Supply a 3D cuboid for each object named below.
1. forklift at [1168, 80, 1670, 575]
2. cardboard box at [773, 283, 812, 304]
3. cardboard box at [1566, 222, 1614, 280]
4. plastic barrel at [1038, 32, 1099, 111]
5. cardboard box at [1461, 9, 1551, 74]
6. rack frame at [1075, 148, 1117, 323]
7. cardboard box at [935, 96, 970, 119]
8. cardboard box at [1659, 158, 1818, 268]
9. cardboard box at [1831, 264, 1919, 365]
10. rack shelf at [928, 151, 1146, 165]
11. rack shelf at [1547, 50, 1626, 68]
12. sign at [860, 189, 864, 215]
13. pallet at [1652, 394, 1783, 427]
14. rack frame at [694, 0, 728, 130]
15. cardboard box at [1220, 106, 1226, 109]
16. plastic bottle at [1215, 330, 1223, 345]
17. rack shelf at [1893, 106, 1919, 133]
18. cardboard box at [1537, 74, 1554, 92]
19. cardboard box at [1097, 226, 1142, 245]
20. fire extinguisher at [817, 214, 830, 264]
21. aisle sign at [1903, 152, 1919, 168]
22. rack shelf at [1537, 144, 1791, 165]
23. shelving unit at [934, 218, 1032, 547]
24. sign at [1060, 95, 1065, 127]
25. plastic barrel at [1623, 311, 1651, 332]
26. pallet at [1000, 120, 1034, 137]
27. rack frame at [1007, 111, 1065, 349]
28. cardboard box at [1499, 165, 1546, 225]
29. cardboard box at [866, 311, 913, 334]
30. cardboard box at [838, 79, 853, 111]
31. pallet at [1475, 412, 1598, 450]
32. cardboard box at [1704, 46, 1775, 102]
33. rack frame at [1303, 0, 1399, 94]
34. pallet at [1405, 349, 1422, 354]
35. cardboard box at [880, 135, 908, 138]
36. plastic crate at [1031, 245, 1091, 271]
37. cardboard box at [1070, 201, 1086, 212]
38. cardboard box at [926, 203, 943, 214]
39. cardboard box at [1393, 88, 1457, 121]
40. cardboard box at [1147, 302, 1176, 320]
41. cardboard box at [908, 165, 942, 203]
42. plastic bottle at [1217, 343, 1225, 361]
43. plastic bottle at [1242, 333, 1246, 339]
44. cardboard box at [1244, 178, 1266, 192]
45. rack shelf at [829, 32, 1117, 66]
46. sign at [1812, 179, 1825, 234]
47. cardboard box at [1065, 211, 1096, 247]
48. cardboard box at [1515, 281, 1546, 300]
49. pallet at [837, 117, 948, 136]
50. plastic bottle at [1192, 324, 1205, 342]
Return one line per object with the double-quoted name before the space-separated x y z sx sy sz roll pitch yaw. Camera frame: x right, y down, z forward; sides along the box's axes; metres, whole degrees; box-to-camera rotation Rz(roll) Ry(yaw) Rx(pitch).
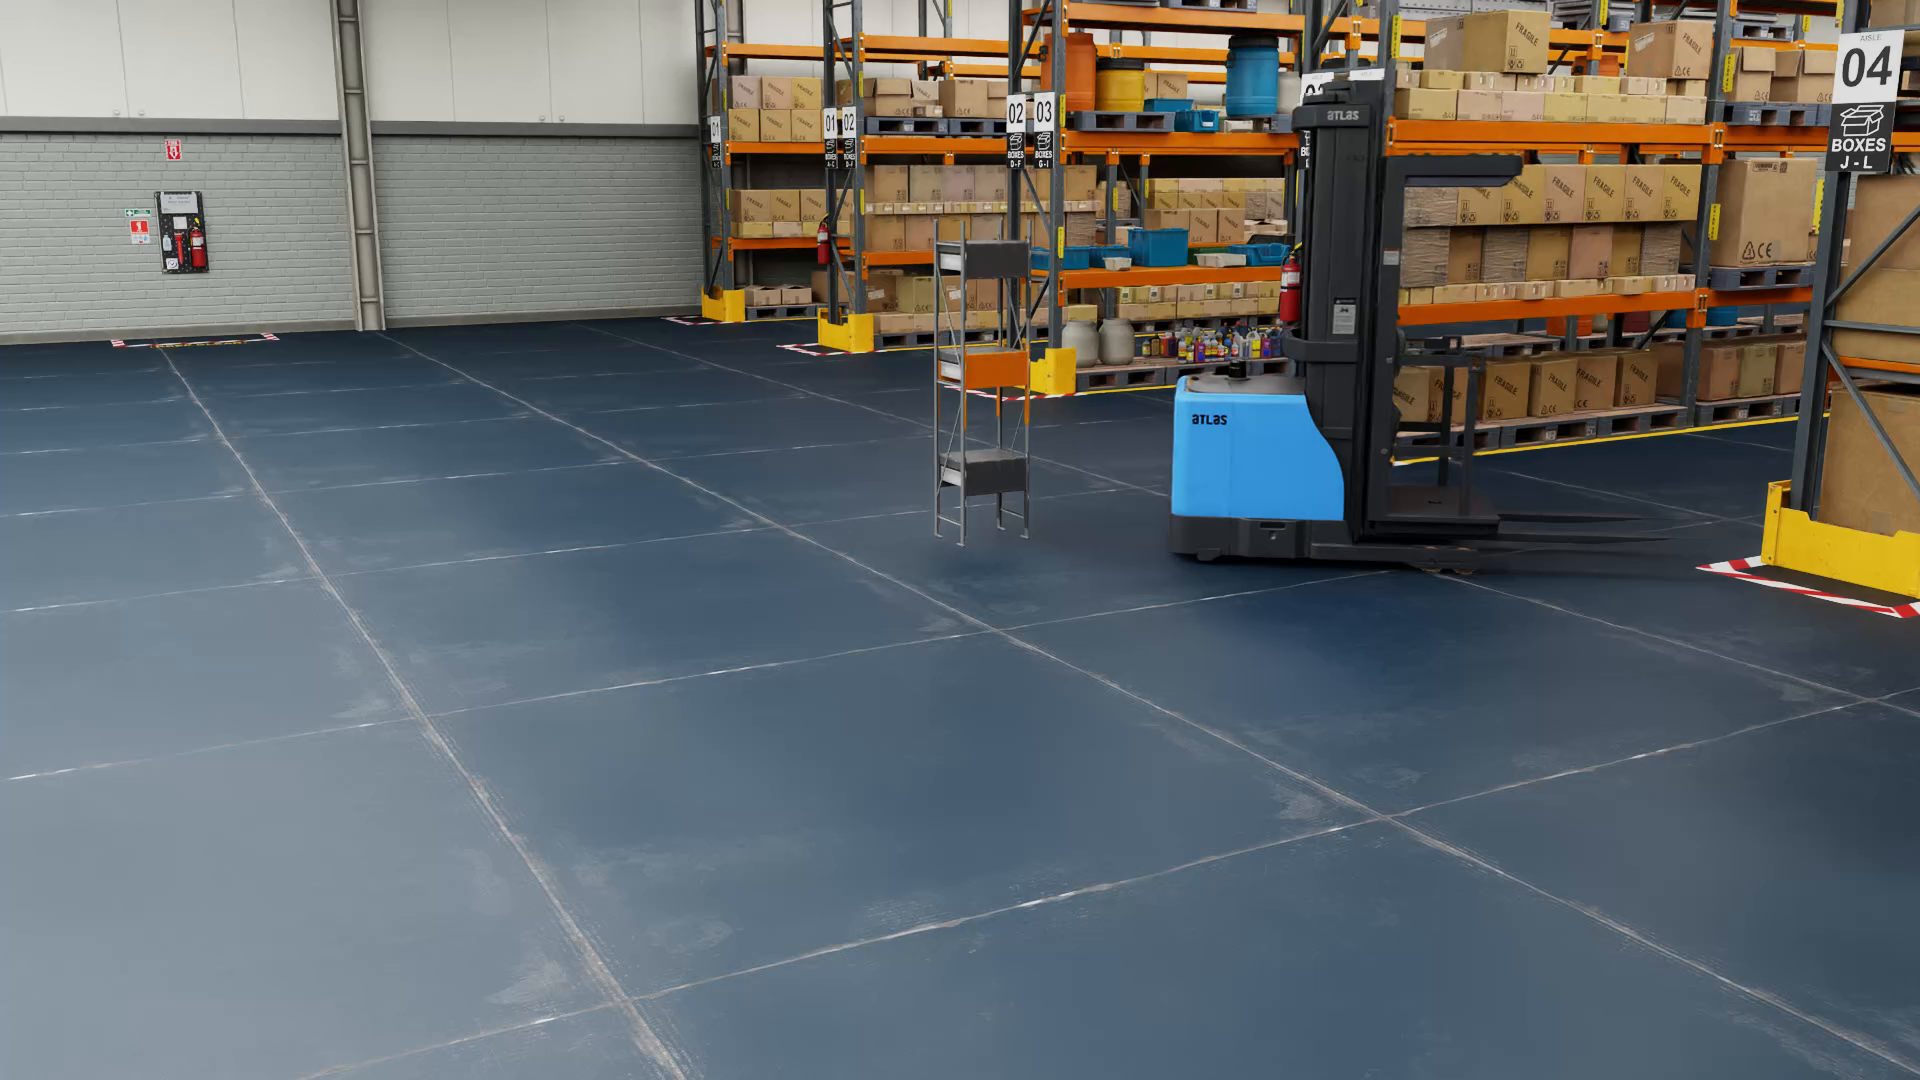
"forklift" 2.878 -1.342 10.399 3.031 2.935 1.130 2 13 8
"cardboard box" -2.777 -4.084 27.547 0.500 0.311 0.500 -6 14 -23
"cardboard box" 5.432 -2.664 15.208 0.500 0.500 0.875 -7 14 -28
"plastic barrel" 1.185 -5.110 18.218 0.708 0.830 0.600 -7 14 -28
"cardboard box" 4.625 -4.208 14.098 0.500 0.500 0.500 -7 14 -28
"rack frame" 1.960 -4.533 24.417 0.127 3.000 1.000 -7 14 -28
"cardboard box" -0.178 -6.035 23.191 0.500 0.311 0.500 -5 14 -21
"cardboard box" 7.468 -3.177 16.072 1.000 1.000 1.000 -7 14 -27
"cardboard box" 5.784 -1.357 9.964 0.550 0.550 0.875 -7 14 -28
"rack shelf" 1.339 -6.810 29.342 4.000 0.370 1.077 -7 14 -28
"rack shelf" 10.737 -8.159 28.513 4.000 0.370 1.077 -7 14 -28
"sign" -1.290 -4.465 21.966 0.005 0.325 0.100 -7 14 -28
"pallet" 7.386 -1.345 16.604 1.213 0.211 1.003 -7 14 -28
"rack frame" -3.928 -7.993 26.129 0.127 3.000 1.000 -7 14 -28
"cardboard box" 4.852 -7.872 31.196 0.500 0.500 0.700 -7 14 -28
"plastic bottle" 3.146 -2.414 20.214 0.097 0.271 0.097 0 13 0
"rack shelf" 7.236 -2.559 10.453 4.000 0.370 1.077 -7 14 -28
"cardboard box" 4.900 -3.937 14.372 0.250 0.149 0.380 -7 14 -28
"cardboard box" 2.371 -4.520 24.701 0.500 0.250 0.500 -6 14 -24
"fire extinguisher" -1.877 -4.151 22.899 0.183 0.674 0.296 -7 14 -28
"aisle sign" 14.784 -6.173 25.786 0.004 0.787 0.394 -7 14 -28
"rack shelf" 9.597 -5.321 22.728 4.000 0.370 1.077 -7 14 -28
"shelving unit" 0.145 -1.042 10.956 0.503 2.100 0.431 -7 14 -28
"sign" 1.079 -4.518 17.501 0.005 0.325 0.100 -7 14 -28
"plastic barrel" 9.254 -3.200 23.034 0.708 0.588 0.600 -7 14 -28
"pallet" 1.224 -5.858 23.677 1.213 0.211 1.003 -7 14 -28
"rack frame" 0.819 -3.157 18.304 0.127 3.000 1.000 -7 14 -28
"cardboard box" 4.686 -2.993 14.396 0.500 0.500 0.500 -7 14 -28
"cardboard box" -0.974 -2.989 22.864 0.500 0.250 0.500 -7 14 -28
"cardboard box" -1.656 -7.275 27.221 0.500 0.500 0.500 -7 15 -30
"pallet" 5.059 -1.056 15.320 1.213 0.211 1.003 -7 14 -28
"cardboard box" 7.163 -4.372 15.681 0.637 0.503 0.797 -8 15 -31
"rack frame" 3.192 -5.129 13.404 0.127 3.000 1.000 -7 14 -28
"pallet" 5.001 -2.307 20.880 1.213 0.211 1.003 -7 14 -28
"cardboard box" -1.192 -6.857 27.642 0.500 0.500 0.500 -8 15 -33
"plastic crate" 1.115 -3.195 18.811 0.616 0.251 0.499 -7 14 -28
"cardboard box" 1.606 -4.802 23.911 0.250 0.149 0.380 -7 15 -29
"cardboard box" -0.431 -4.557 22.822 0.250 0.149 0.380 -7 14 -29
"cardboard box" 3.739 -3.593 13.754 0.500 0.250 0.500 -6 14 -26
"cardboard box" 2.882 -3.444 24.887 0.500 0.250 0.500 -6 14 -26
"cardboard box" -0.630 -4.902 22.877 0.500 0.500 0.700 -7 15 -29
"plastic bottle" 3.036 -2.194 19.397 0.097 0.201 0.097 0 13 0
"plastic bottle" 3.379 -2.307 19.711 0.133 0.283 0.061 -7 14 -28
"cardboard box" 5.417 -6.694 31.362 0.500 0.250 0.500 -7 14 -27
"rack shelf" 0.205 -6.703 22.947 4.000 0.370 1.077 -7 14 -28
"sign" 5.232 -2.022 10.086 0.005 0.325 0.100 -7 14 -28
"cardboard box" 1.574 -4.533 24.194 0.500 0.500 0.700 -7 15 -29
"cardboard box" 4.920 -2.203 14.638 0.250 0.149 0.380 -7 14 -28
"pallet" -0.918 -5.601 22.536 1.213 0.211 1.003 -7 14 -28
"plastic bottle" 2.884 -2.430 20.108 0.185 0.351 0.144 -7 14 -28
